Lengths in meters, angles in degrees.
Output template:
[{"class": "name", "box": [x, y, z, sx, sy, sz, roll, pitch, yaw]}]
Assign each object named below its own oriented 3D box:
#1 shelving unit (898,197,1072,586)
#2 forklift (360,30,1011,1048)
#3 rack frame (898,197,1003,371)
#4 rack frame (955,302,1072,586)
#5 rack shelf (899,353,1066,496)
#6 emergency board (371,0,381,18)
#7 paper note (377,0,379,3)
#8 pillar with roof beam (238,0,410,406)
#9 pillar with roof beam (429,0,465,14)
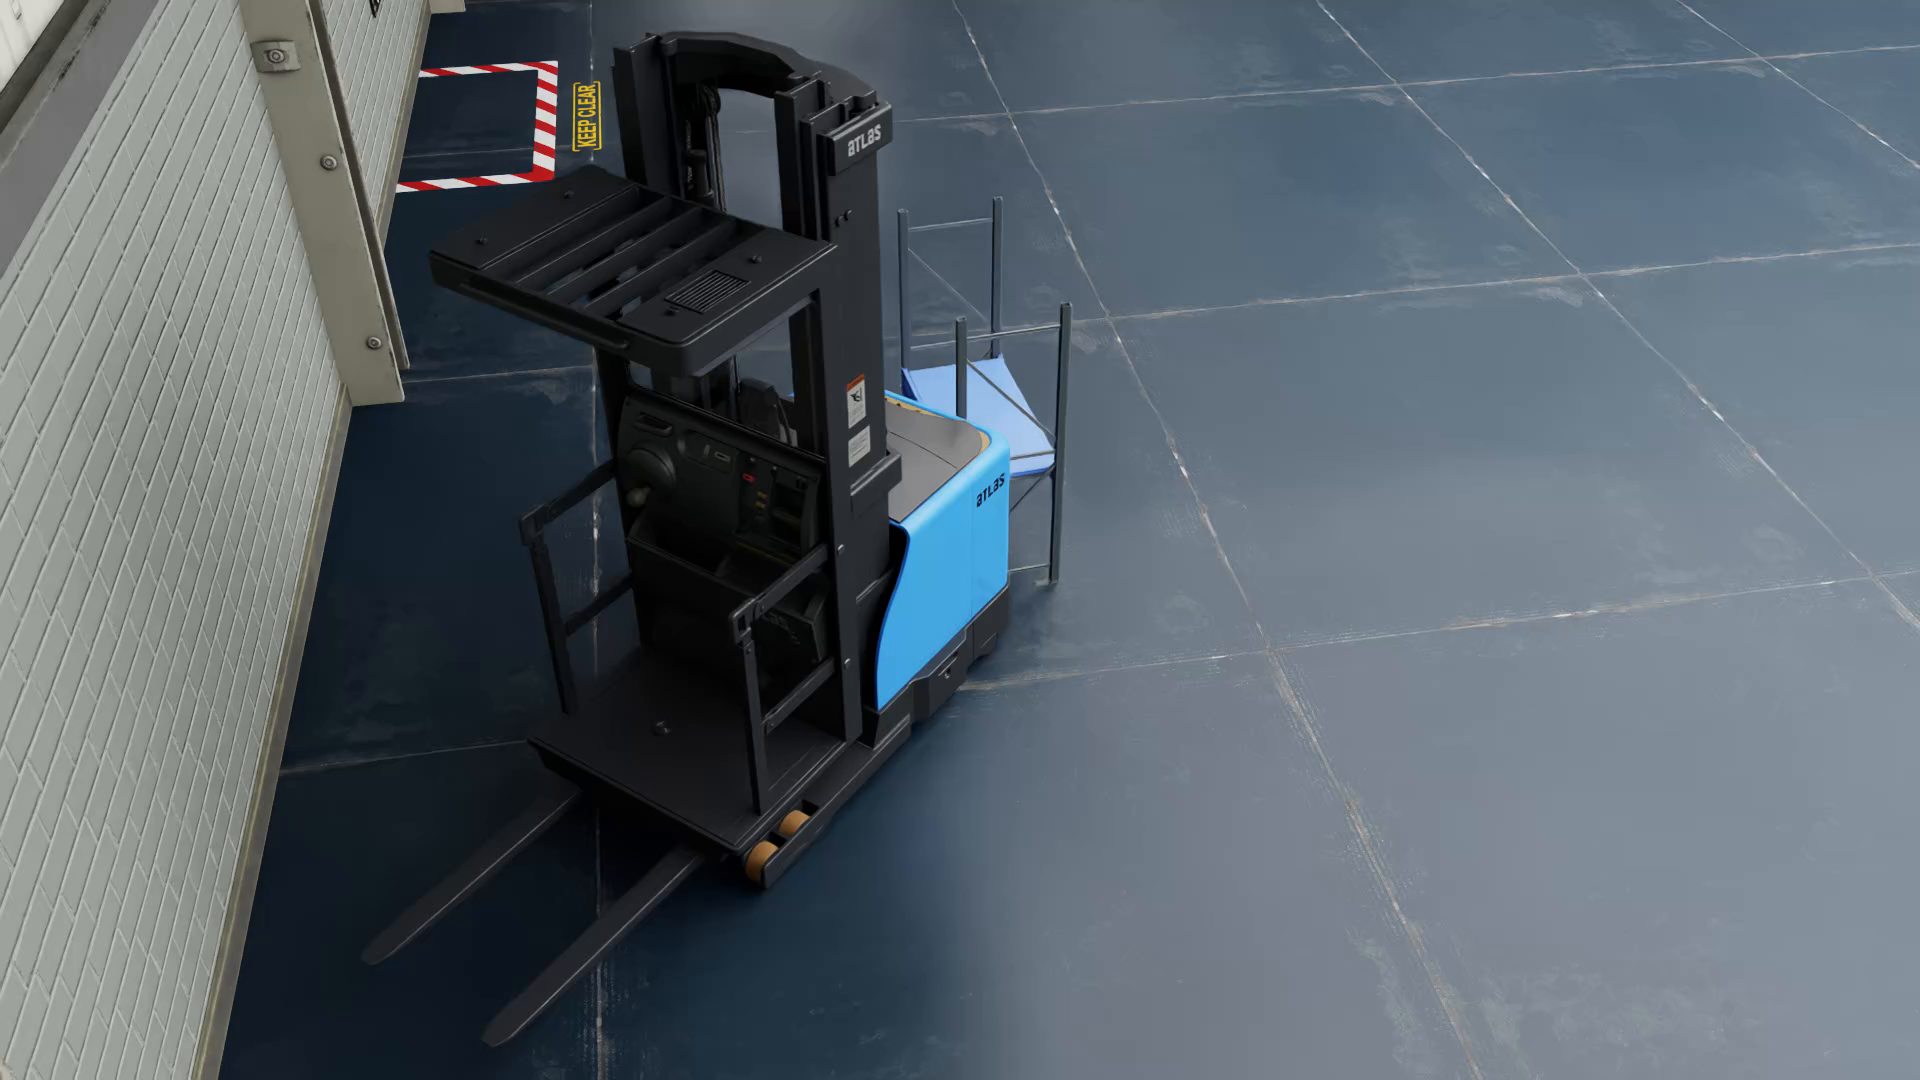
[{"class": "shelving unit", "box": [0.091, -0.661, 7.778, 0.538, 1.500, 1.048, -10, 39, -12]}, {"class": "forklift", "box": [-1.009, -0.159, 5.966, 1.130, 2.935, 3.031, 22, 43, 26]}, {"class": "rack frame", "box": [-0.043, -0.962, 8.165, 0.500, 1.500, 0.032, -10, 39, -12]}, {"class": "rack frame", "box": [0.226, -0.360, 7.391, 0.500, 1.500, 0.032, -10, 39, -12]}, {"class": "rack shelf", "box": [0.091, -0.519, 7.889, 0.538, 0.185, 1.000, -10, 39, -12]}, {"class": "emergency board", "box": [-3.914, -4.168, 11.070, 0.157, 1.169, 0.626, -6, 38, -8]}, {"class": "paper note", "box": [-3.934, -3.713, 11.203, 0.016, 0.148, 0.142, -6, 38, -8]}, {"class": "pillar with roof beam", "box": [0.997, -4.881, 7.097, 9.100, 9.000, 0.400, -6, 38, -8]}, {"class": "pillar with roof beam", "box": [-0.054, -8.505, 11.762, 9.100, 9.000, 0.400, -6, 38, -8]}]
